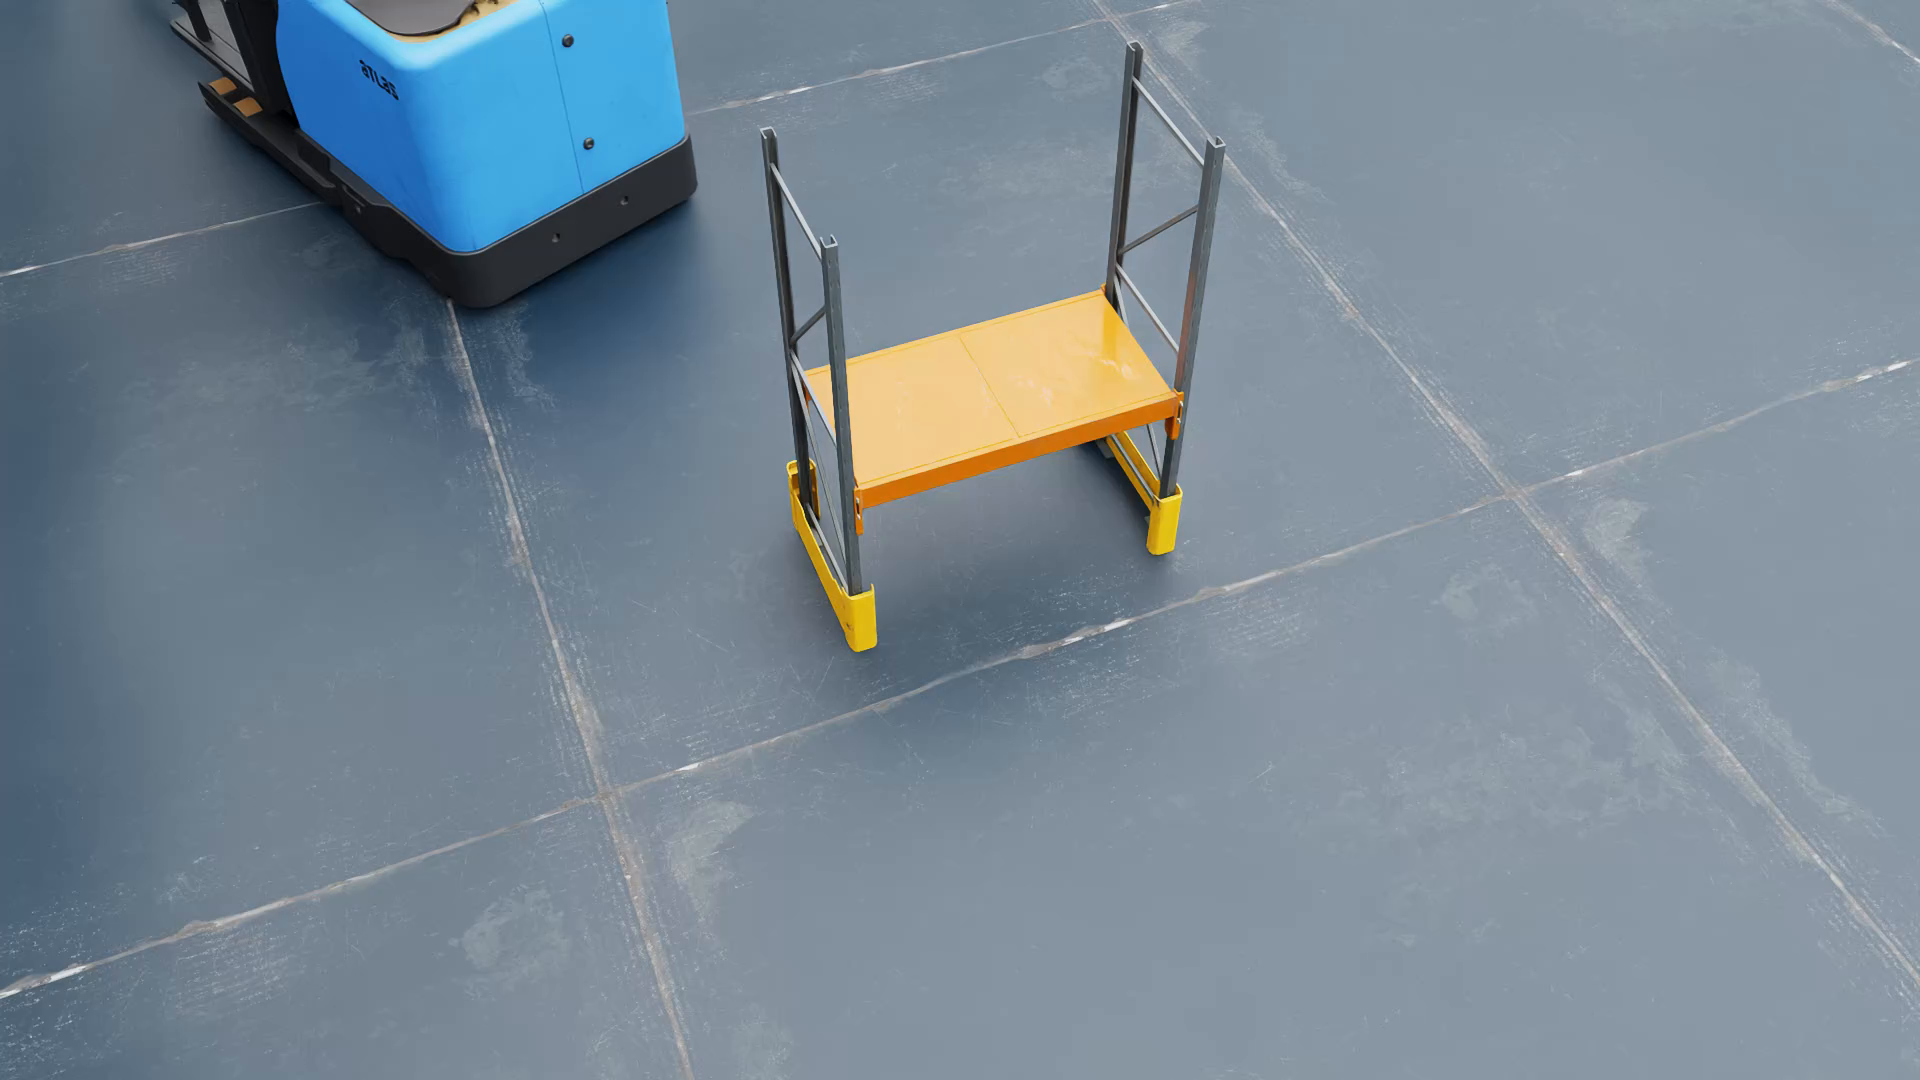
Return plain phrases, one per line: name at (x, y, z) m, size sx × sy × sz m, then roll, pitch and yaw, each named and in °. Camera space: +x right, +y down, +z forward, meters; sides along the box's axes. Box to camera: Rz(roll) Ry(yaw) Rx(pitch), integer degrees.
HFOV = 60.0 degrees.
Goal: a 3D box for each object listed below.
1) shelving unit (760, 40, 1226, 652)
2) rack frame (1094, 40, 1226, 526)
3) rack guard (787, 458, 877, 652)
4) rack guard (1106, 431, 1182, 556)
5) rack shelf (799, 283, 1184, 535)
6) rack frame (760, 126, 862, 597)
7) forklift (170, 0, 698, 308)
shelving unit at (0.071, -0.510, 4.700) m, size 1.083 × 1.500 × 0.587 m, roll -17°, pitch 52°, yaw -14°
rack frame at (0.550, -0.659, 4.827) m, size 0.032 × 1.500 × 0.500 m, roll -17°, pitch 52°, yaw -14°
rack guard at (-0.390, 0.040, 5.051) m, size 0.087 × 0.250 × 0.587 m, roll -17°, pitch 52°, yaw -14°
rack guard at (0.532, -0.246, 5.297) m, size 0.087 × 0.250 × 0.587 m, roll -17°, pitch 52°, yaw -14°
rack shelf at (0.079, -0.396, 4.838) m, size 1.000 × 0.185 × 0.538 m, roll -17°, pitch 52°, yaw -14°
rack frame at (-0.392, -0.367, 4.577) m, size 0.032 × 1.500 × 0.500 m, roll -17°, pitch 52°, yaw -14°
forklift at (-2.390, -2.787, 5.711) m, size 1.130 × 2.935 × 3.031 m, roll -37°, pitch 59°, yaw -27°
